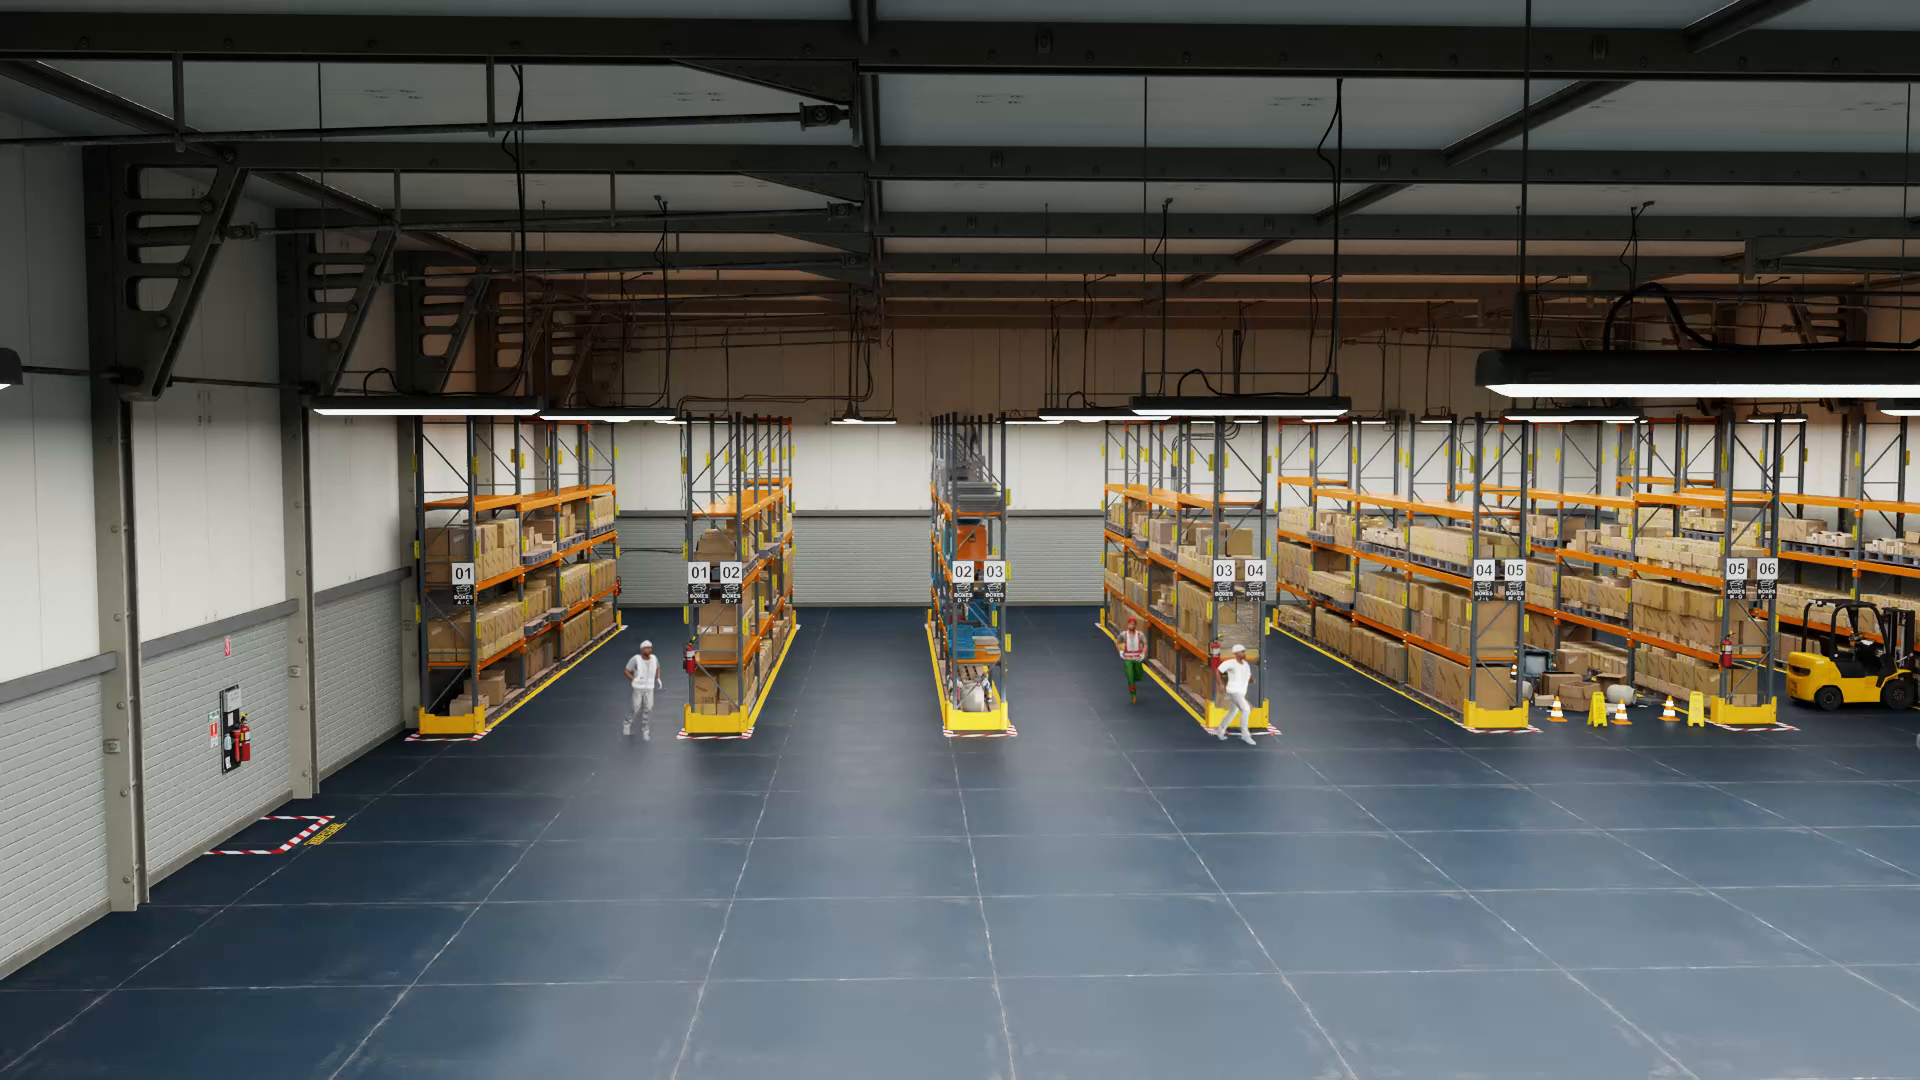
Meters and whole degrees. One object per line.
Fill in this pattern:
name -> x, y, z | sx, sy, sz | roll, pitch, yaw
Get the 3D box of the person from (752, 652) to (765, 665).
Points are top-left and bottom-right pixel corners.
person -> 6.859, 2.500, 31.273 | 15.563, 1.285, 21.153 | -2, 4, -28

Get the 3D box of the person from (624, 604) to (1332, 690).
person -> 4.477, 1.884, 43.396 | 32.354, 1.790, 9.259 | -3, 5, -36

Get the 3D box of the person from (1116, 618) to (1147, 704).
person -> 3.601, 2.503, 34.798 | 0.649, 1.756, 0.939 | 0, 4, -5

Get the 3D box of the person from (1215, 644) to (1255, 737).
person -> 5.021, 2.709, 30.144 | 0.749, 1.641, 0.696 | 3, 5, 40
